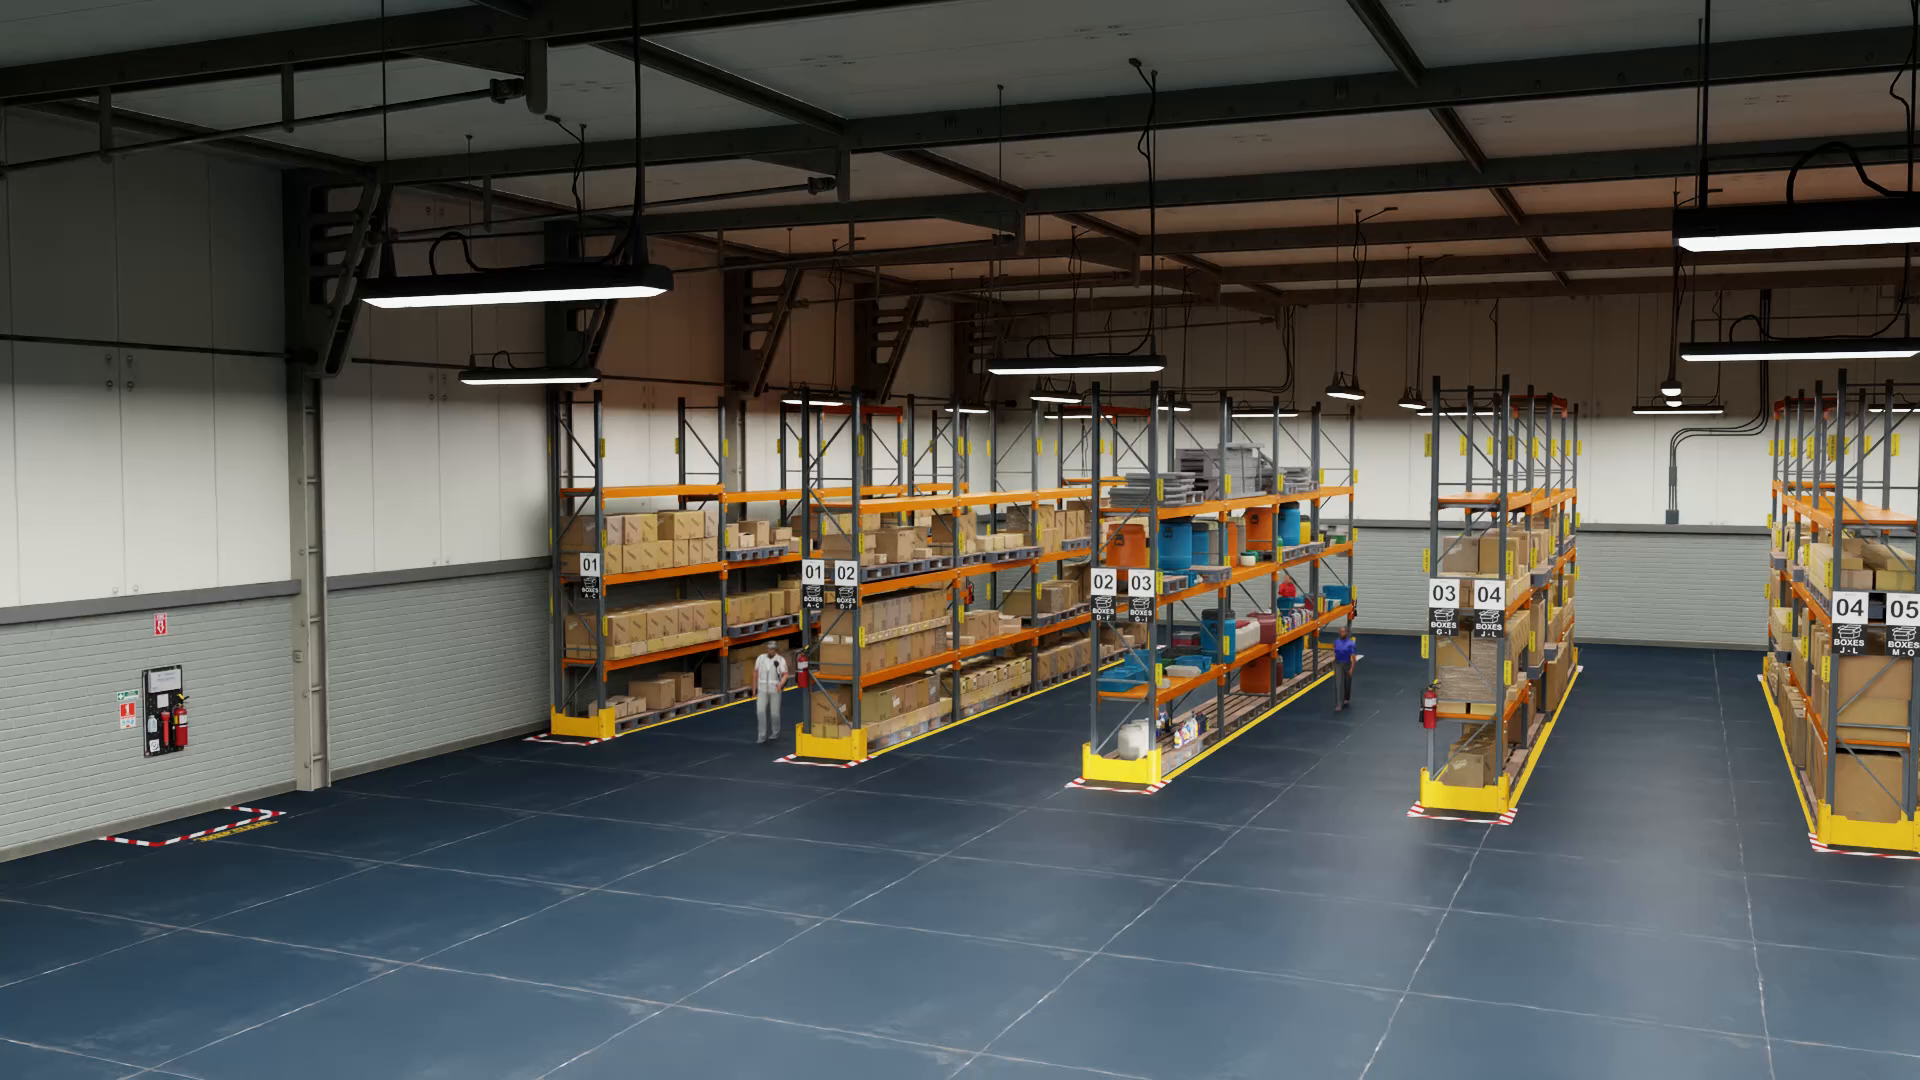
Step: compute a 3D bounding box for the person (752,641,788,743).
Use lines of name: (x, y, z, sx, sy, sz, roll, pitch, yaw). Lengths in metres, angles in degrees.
person: (-3.264, 2.621, 28.431, 0.631, 1.822, 0.664, 0, 3, 2)

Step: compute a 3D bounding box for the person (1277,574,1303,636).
person: (8.677, 1.732, 43.649, 0.559, 1.678, 0.996, -3, 4, -39)

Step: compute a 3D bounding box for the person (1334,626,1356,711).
person: (7.350, 2.437, 31.759, 0.420, 1.589, 1.062, 1, 3, 14)
